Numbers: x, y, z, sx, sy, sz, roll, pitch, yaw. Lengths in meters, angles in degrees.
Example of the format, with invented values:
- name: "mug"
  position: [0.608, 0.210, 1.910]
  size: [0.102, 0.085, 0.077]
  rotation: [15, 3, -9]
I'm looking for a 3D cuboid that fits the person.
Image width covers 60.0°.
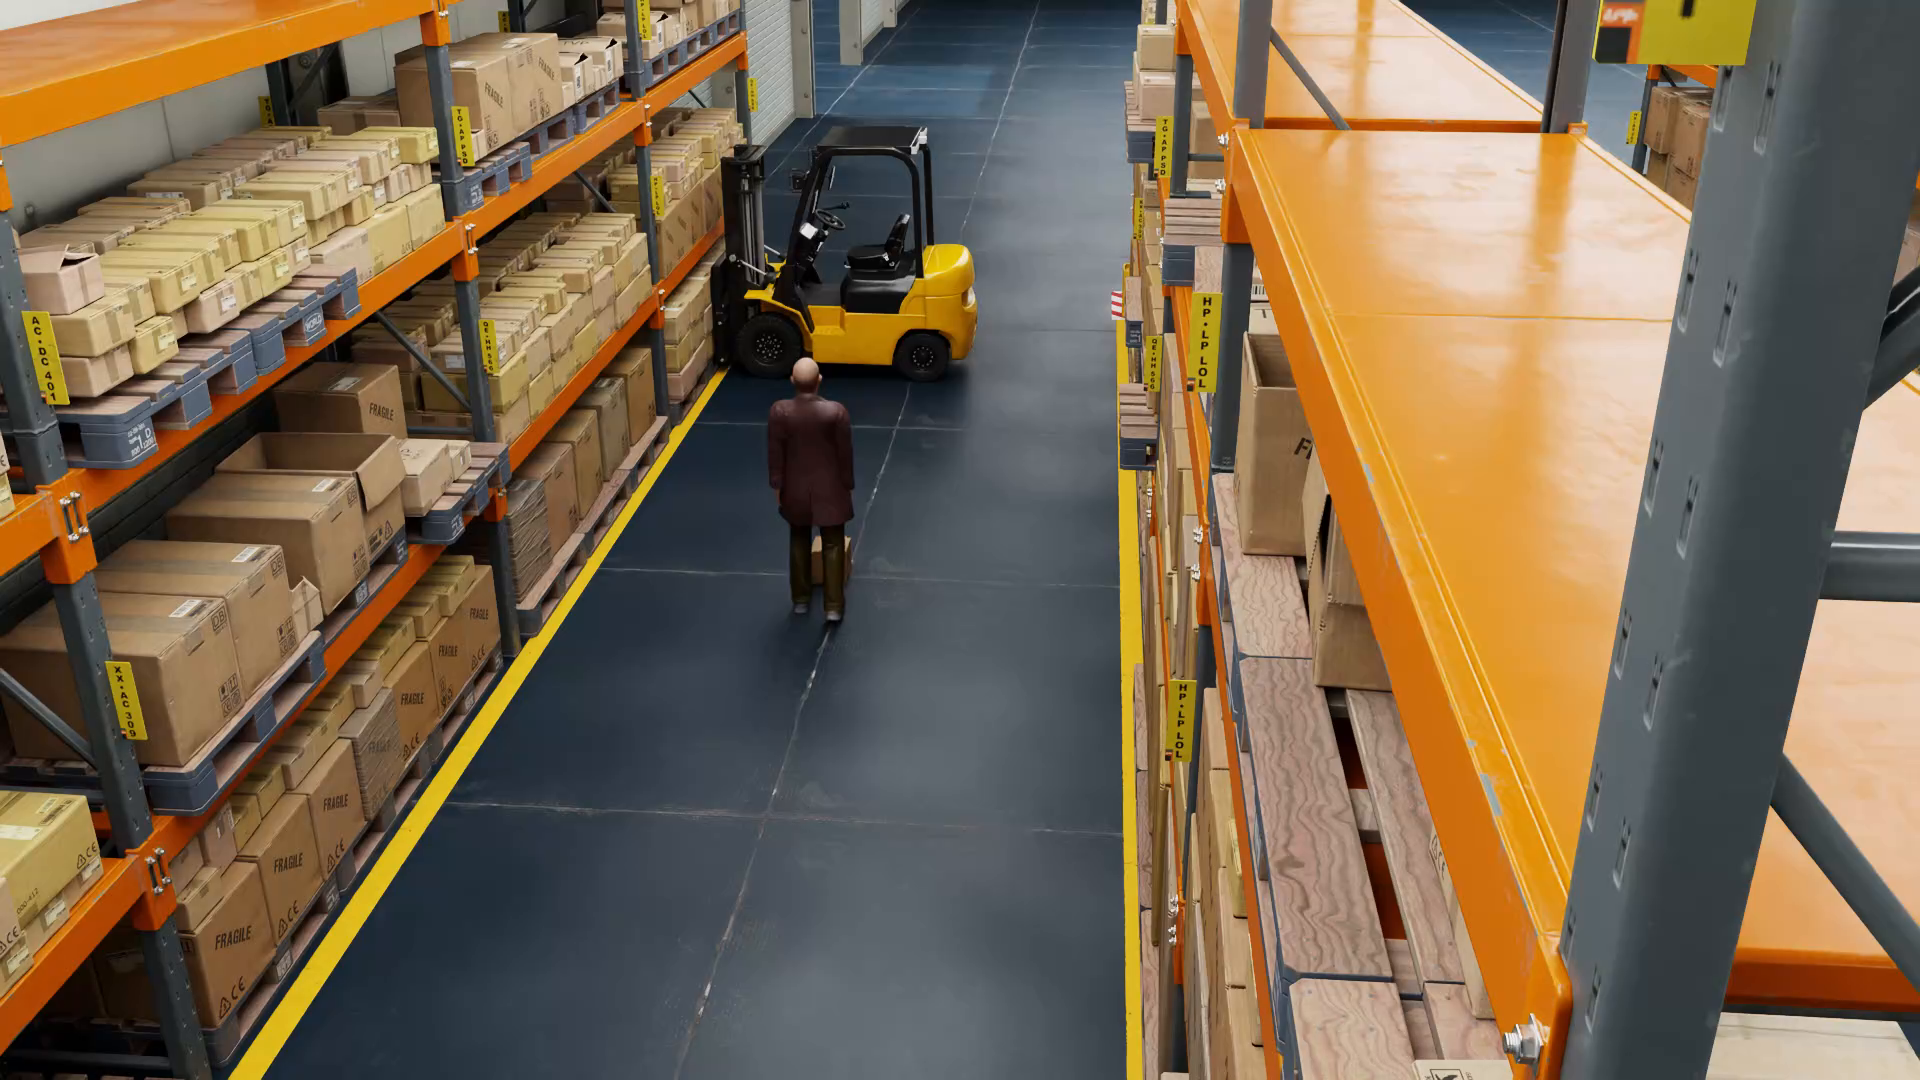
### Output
- name: "person"
  position: [-0.960, -0.326, 10.829]
  size: [0.565, 1.816, 0.508]
  rotation: [2, 24, 5]
